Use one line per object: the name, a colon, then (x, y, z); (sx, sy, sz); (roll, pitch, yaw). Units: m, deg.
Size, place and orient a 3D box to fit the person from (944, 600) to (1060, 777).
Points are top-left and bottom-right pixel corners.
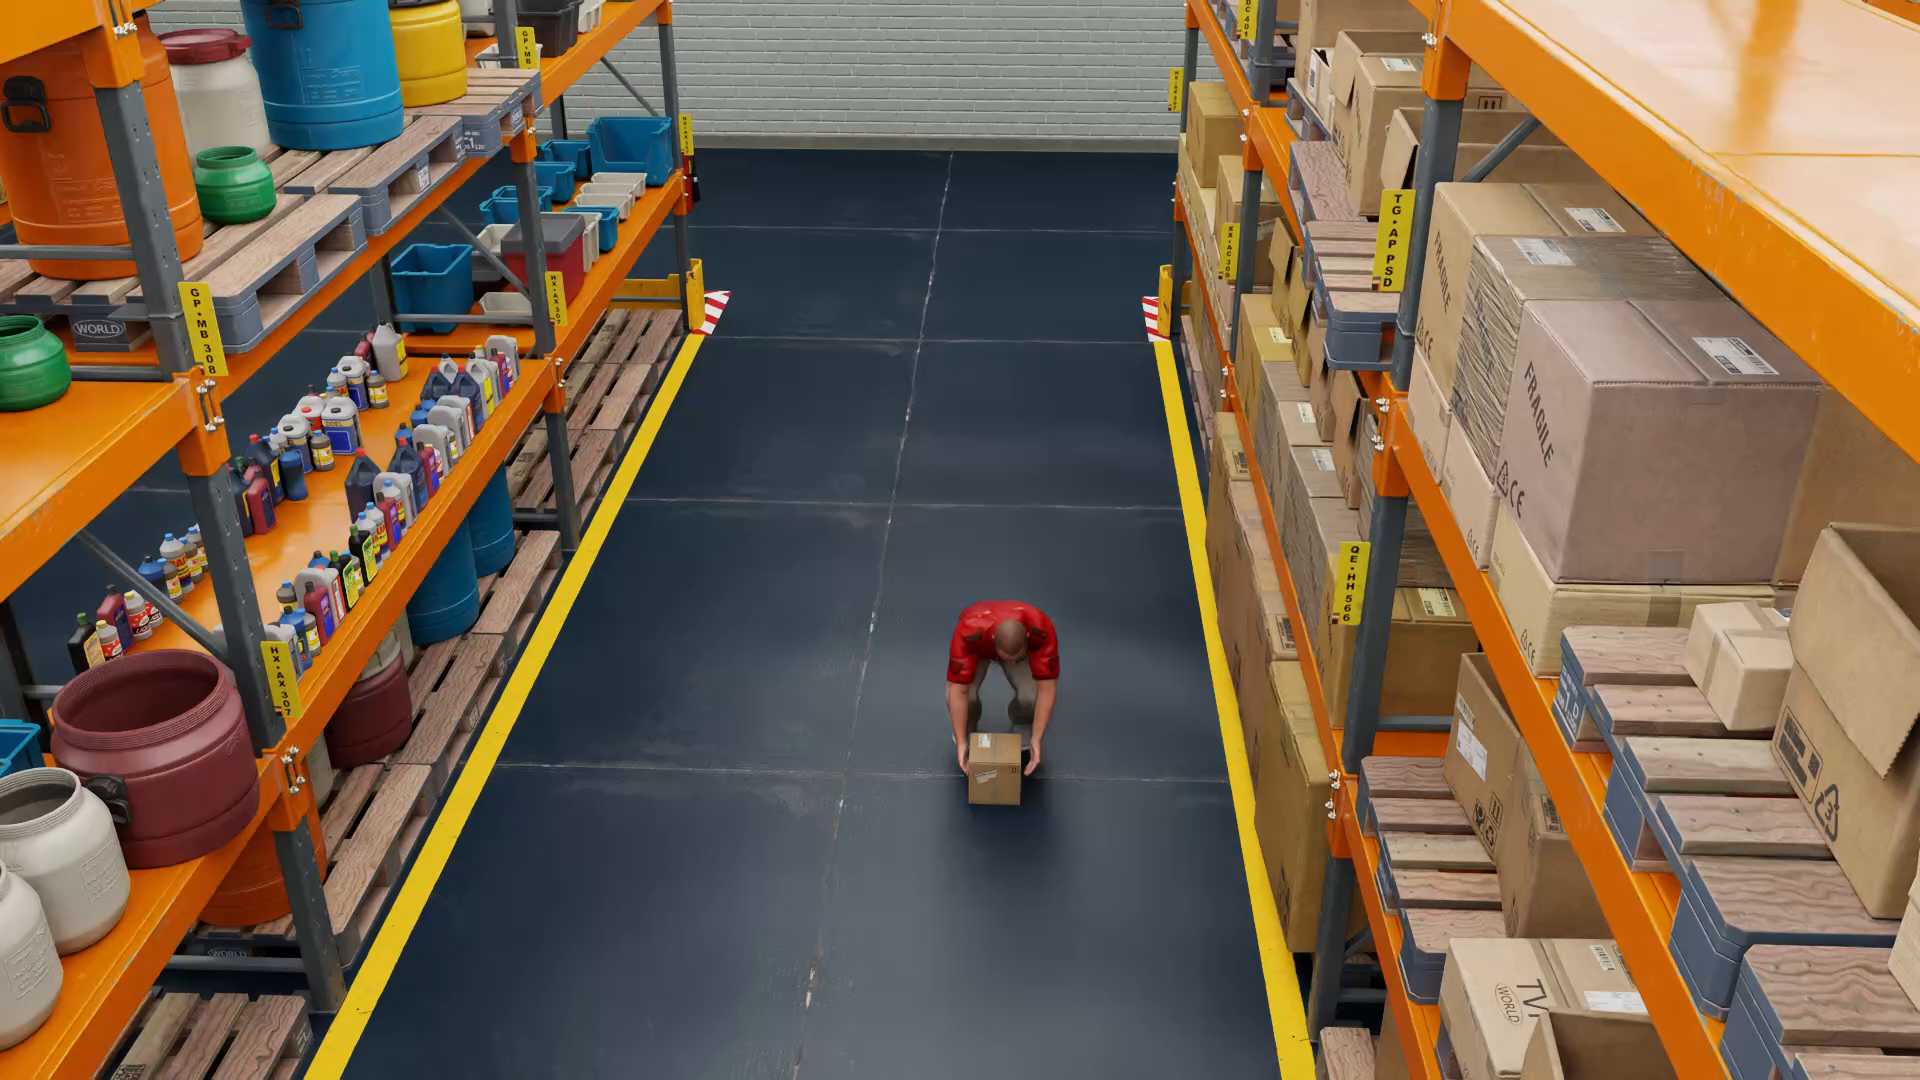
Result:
person: (0.206, 0.648, 8.254); (0.568, 0.947, 0.873); (1, 28, 2)
